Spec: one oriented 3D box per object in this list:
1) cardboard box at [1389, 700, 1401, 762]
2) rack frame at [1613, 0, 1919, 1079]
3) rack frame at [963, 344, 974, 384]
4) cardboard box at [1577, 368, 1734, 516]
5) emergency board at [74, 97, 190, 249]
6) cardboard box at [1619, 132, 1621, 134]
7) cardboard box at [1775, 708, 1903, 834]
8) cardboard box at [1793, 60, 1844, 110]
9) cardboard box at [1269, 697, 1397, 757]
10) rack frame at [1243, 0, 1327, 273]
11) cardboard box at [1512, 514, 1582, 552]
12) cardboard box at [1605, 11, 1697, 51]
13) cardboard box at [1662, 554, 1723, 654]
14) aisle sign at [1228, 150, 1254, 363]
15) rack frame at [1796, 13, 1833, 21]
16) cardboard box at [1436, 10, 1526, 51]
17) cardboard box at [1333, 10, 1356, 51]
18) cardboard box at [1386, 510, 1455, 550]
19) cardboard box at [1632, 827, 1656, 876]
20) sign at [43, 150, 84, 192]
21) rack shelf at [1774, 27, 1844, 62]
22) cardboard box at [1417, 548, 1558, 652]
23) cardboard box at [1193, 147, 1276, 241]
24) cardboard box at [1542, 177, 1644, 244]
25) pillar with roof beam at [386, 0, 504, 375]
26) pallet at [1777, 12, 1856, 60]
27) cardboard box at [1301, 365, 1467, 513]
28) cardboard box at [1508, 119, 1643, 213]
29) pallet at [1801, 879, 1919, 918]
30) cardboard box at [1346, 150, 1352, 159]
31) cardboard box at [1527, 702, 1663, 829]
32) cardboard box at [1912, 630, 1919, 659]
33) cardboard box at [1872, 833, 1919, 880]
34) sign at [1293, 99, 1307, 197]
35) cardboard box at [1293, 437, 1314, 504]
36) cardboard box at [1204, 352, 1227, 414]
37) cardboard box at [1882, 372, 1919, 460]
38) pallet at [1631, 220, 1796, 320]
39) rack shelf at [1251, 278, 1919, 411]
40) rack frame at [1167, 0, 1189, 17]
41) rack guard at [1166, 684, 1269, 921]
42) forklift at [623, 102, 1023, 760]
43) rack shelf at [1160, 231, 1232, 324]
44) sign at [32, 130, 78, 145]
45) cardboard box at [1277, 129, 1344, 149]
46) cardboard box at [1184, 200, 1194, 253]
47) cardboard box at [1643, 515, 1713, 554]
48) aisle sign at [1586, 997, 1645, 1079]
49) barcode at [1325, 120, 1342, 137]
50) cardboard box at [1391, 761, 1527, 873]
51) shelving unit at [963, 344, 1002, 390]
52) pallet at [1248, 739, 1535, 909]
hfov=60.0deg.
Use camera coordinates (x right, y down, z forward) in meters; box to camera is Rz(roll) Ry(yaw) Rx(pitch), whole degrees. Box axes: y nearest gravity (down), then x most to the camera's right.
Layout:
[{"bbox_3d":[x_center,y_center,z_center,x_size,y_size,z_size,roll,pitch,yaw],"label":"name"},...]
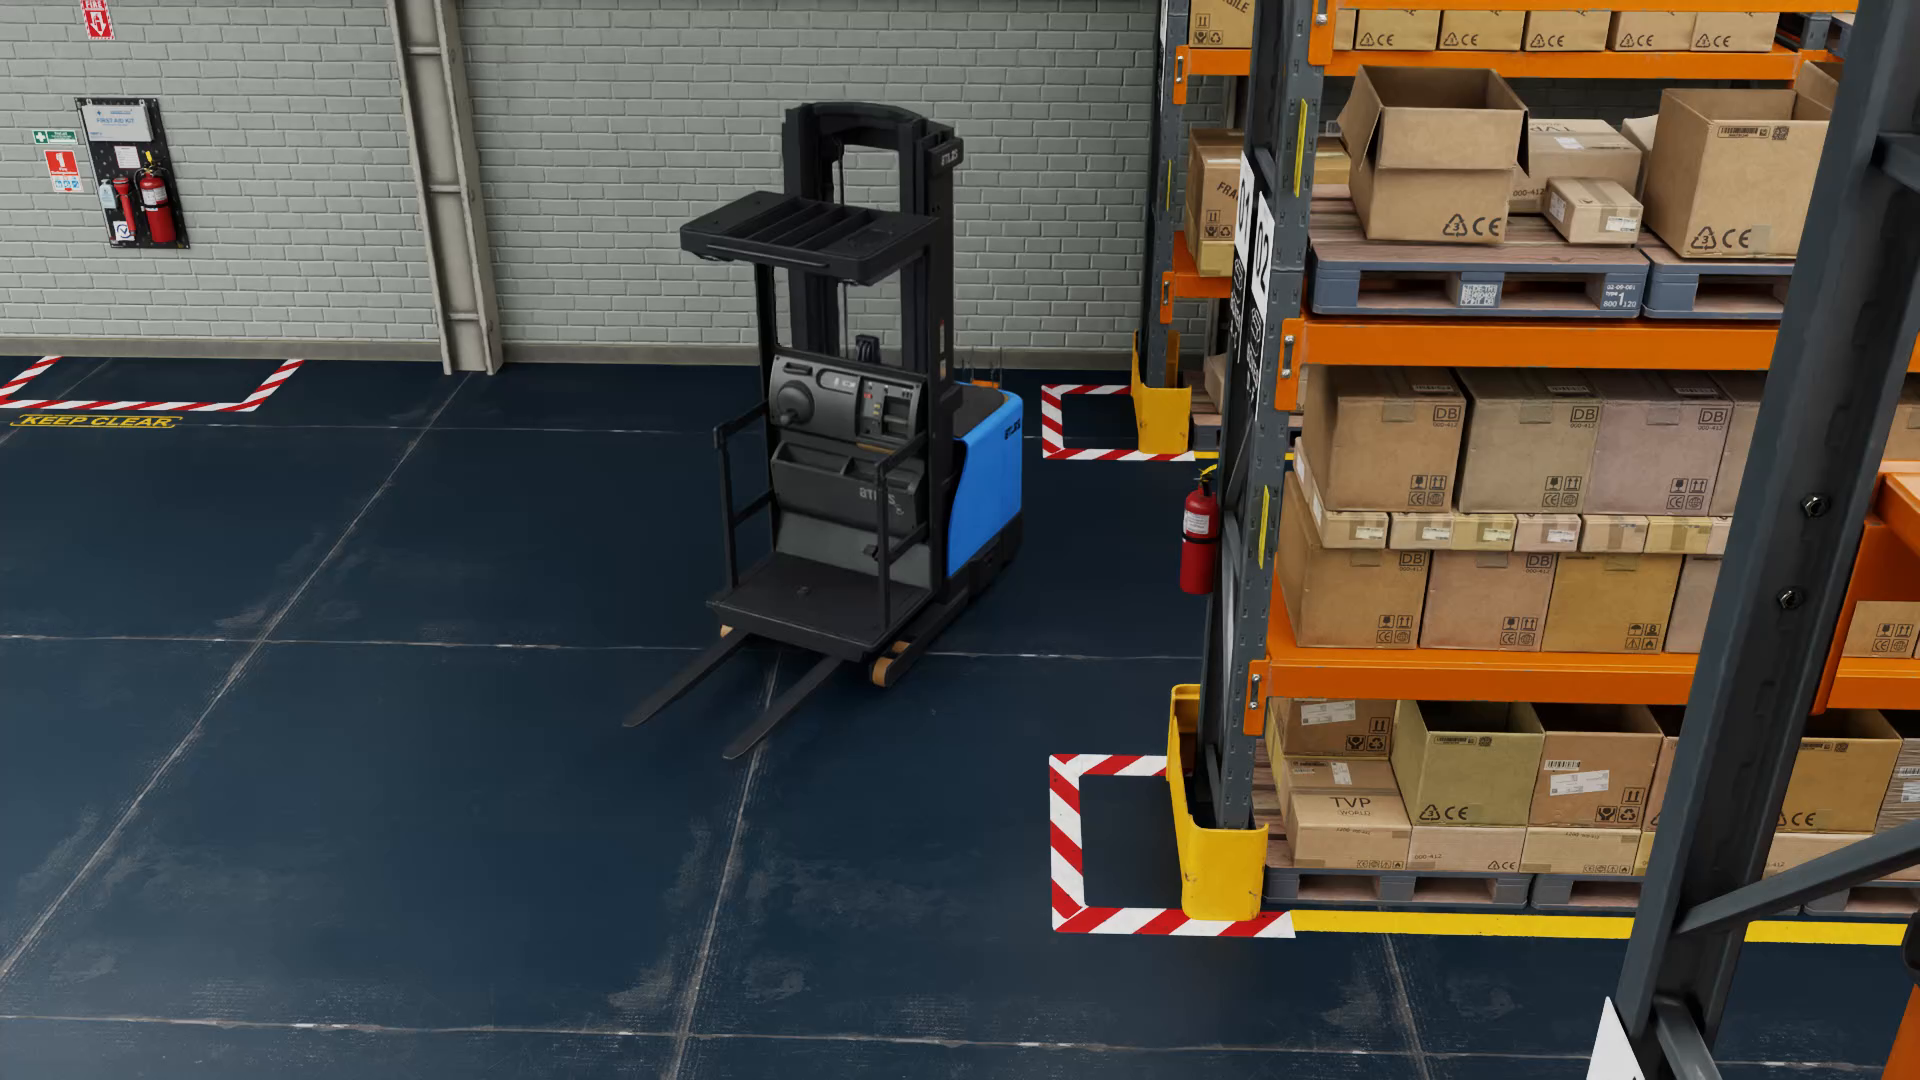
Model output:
[{"bbox_3d":[2.269,1.011,8.053,0.500,0.250,0.500,1,28,2],"label":"cardboard box"},{"bbox_3d":[1.044,-0.222,1.487,0.053,2.616,0.949,1,28,2],"label":"rack frame"},{"bbox_3d":[0.051,-0.644,10.609,0.006,1.200,0.240,7,29,14],"label":"rack frame"},{"bbox_3d":[2.771,-0.480,6.887,0.500,0.500,0.700,1,28,2],"label":"cardboard box"},{"bbox_3d":[-6.341,-2.762,12.683,0.643,1.169,0.194,1,28,2],"label":"emergency board"},{"bbox_3d":[4.412,-2.534,11.591,0.500,0.500,0.500,1,28,2],"label":"cardboard box"},{"bbox_3d":[3.750,0.947,7.374,0.500,0.500,0.500,1,28,2],"label":"cardboard box"},{"bbox_3d":[3.579,-1.530,6.449,0.637,0.503,0.797,4,28,7],"label":"cardboard box"},{"bbox_3d":[1.769,0.676,7.885,0.500,0.500,0.500,1,28,2],"label":"cardboard box"},{"bbox_3d":[1.222,-2.542,5.864,0.127,3.000,1.000,1,28,2],"label":"rack frame"},{"bbox_3d":[2.372,-0.102,6.866,0.250,0.149,0.380,1,28,1],"label":"cardboard box"},{"bbox_3d":[4.373,-3.430,10.612,0.500,0.500,0.500,-1,28,-3],"label":"cardboard box"},{"bbox_3d":[3.236,0.102,7.174,0.500,0.500,0.700,2,28,3],"label":"cardboard box"},{"bbox_3d":[1.167,-1.179,6.921,0.004,0.787,0.394,1,28,2],"label":"aisle sign"},{"bbox_3d":[5.391,-4.795,10.113,0.127,3.000,1.000,1,28,2],"label":"rack frame"},{"bbox_3d":[3.310,-3.435,10.622,0.500,0.500,0.500,3,28,5],"label":"cardboard box"},{"bbox_3d":[2.254,-3.441,10.633,0.500,0.500,0.500,3,28,5],"label":"cardboard box"},{"bbox_3d":[1.871,-0.112,6.885,0.250,0.149,0.380,0,28,0],"label":"cardboard box"},{"bbox_3d":[3.250,1.276,7.553,0.500,0.250,0.500,1,28,2],"label":"cardboard box"},{"bbox_3d":[-6.890,-2.835,12.783,0.234,0.329,0.001,1,28,2],"label":"sign"},{"bbox_3d":[7.390,-3.119,10.922,4.000,0.370,1.077,1,28,2],"label":"rack shelf"},{"bbox_3d":[2.214,0.084,7.207,0.500,0.500,0.700,2,28,3],"label":"cardboard box"},{"bbox_3d":[1.860,-2.336,11.217,0.500,0.500,0.500,1,28,2],"label":"cardboard box"},{"bbox_3d":[2.392,-1.252,6.301,0.250,0.149,0.380,1,28,2],"label":"cardboard box"},{"bbox_3d":[-4.025,-3.339,7.366,0.400,9.000,9.100,1,28,2],"label":"pillar with roof beam"},{"bbox_3d":[6.004,-3.327,10.746,1.003,0.211,1.213,1,28,2],"label":"pallet"},{"bbox_3d":[1.741,-0.495,6.914,0.500,0.500,0.700,1,28,2],"label":"cardboard box"},{"bbox_3d":[2.383,-1.503,6.667,0.500,0.250,0.500,1,28,2],"label":"cardboard box"},{"bbox_3d":[4.427,1.374,7.859,1.213,0.211,1.003,1,28,2],"label":"pallet"},{"bbox_3d":[2.870,-2.312,11.171,0.500,0.500,0.500,0,28,0],"label":"cardboard box"},{"bbox_3d":[2.750,0.929,7.407,0.500,0.500,0.500,1,28,2],"label":"cardboard box"},{"bbox_3d":[4.249,0.120,7.140,0.500,0.500,0.700,1,28,1],"label":"cardboard box"},{"bbox_3d":[4.249,1.285,7.535,0.500,0.250,0.500,1,28,2],"label":"cardboard box"},{"bbox_3d":[1.197,-1.379,5.853,0.005,0.325,0.100,1,28,2],"label":"sign"},{"bbox_3d":[1.611,-0.305,7.250,0.250,0.149,0.380,0,28,1],"label":"cardboard box"},{"bbox_3d":[2.082,-1.163,12.068,0.500,0.311,0.500,-2,28,-4],"label":"cardboard box"},{"bbox_3d":[3.771,-0.464,6.856,0.500,0.500,0.700,1,28,2],"label":"cardboard box"},{"bbox_3d":[3.151,-1.135,6.506,1.213,0.211,1.003,1,28,2],"label":"pallet"},{"bbox_3d":[3.221,-0.866,6.672,4.000,0.370,1.077,1,28,2],"label":"rack shelf"},{"bbox_3d":[1.394,-4.861,10.238,0.127,3.000,1.000,1,28,2],"label":"rack frame"},{"bbox_3d":[1.198,1.212,7.855,0.348,0.500,1.175,1,28,2],"label":"rack guard"},{"bbox_3d":[-0.725,-0.721,8.907,1.130,2.935,3.031,13,31,24],"label":"forklift"},{"bbox_3d":[3.392,-1.860,11.749,4.000,0.370,1.077,1,28,2],"label":"rack shelf"},{"bbox_3d":[-6.886,-3.065,12.650,0.331,0.109,0.001,1,28,2],"label":"sign"},{"bbox_3d":[2.375,-2.563,11.646,0.500,0.500,0.500,1,28,2],"label":"cardboard box"},{"bbox_3d":[1.868,-2.236,11.830,0.500,0.250,0.500,1,28,3],"label":"cardboard box"},{"bbox_3d":[2.894,-0.095,6.853,0.250,0.149,0.380,1,28,1],"label":"cardboard box"},{"bbox_3d":[0.982,1.138,2.551,0.004,0.787,0.394,1,28,2],"label":"aisle sign"},{"bbox_3d":[1.541,-1.694,6.847,0.075,0.075,0.001,1,28,2],"label":"barcode"},{"bbox_3d":[2.250,1.257,7.589,0.500,0.250,0.500,1,28,2],"label":"cardboard box"},{"bbox_3d":[0.139,-0.632,10.587,0.189,1.200,0.258,7,29,14],"label":"shelving unit"},{"bbox_3d":[1.988,1.333,7.935,1.213,0.211,1.003,1,28,2],"label":"pallet"}]
